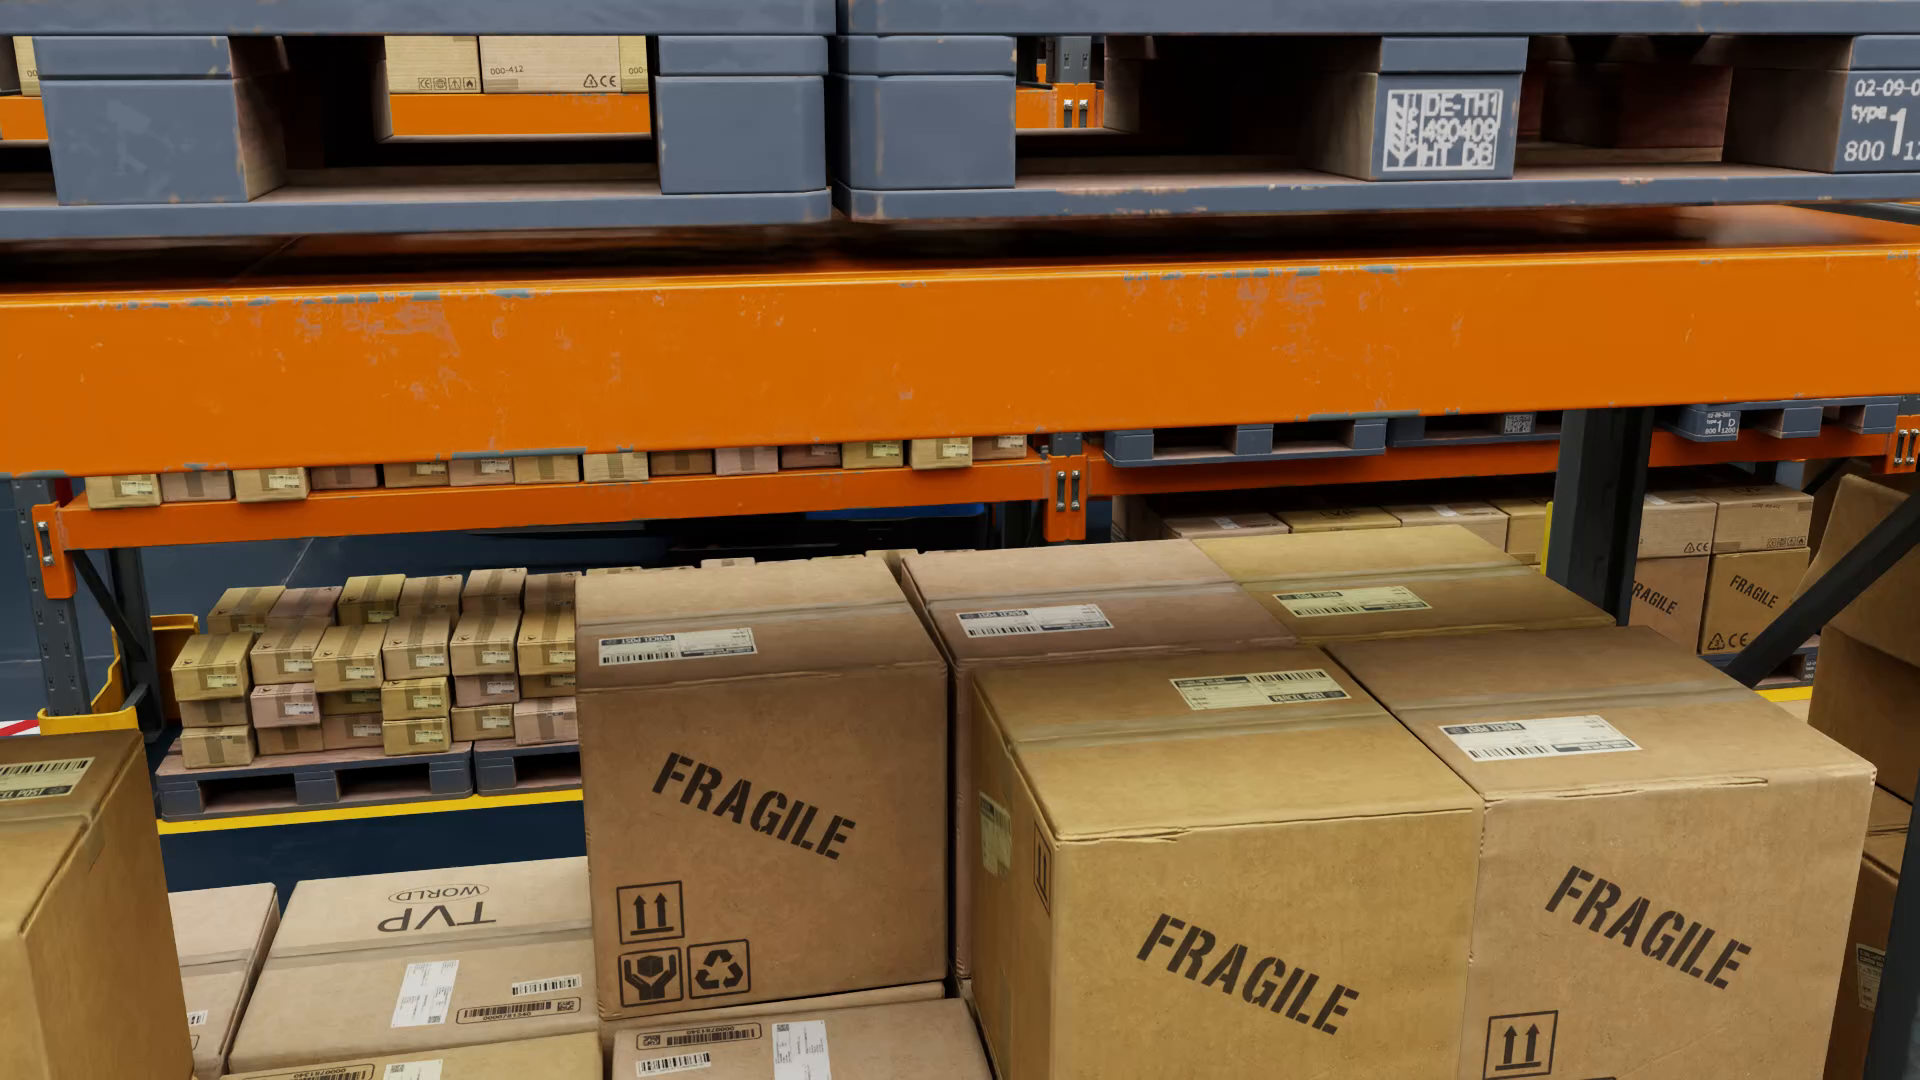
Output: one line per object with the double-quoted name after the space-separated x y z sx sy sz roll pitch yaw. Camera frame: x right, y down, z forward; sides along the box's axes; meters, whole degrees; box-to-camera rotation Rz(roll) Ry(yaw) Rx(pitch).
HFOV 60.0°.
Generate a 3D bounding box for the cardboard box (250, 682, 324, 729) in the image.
-2.727 0.624 6.806 0.250 0.149 0.380 -3 17 -11 "cardboard box"

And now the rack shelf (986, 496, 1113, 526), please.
0.671 -0.305 10.221 1.000 0.278 0.538 -1 17 -5 "rack shelf"

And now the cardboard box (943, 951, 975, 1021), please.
0.199 0.677 2.747 0.500 0.250 0.500 -3 17 -11 "cardboard box"

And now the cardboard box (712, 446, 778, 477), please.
-0.904 -0.387 6.890 0.250 0.149 0.380 -4 18 -13 "cardboard box"

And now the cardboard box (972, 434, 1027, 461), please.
0.121 -0.461 7.132 0.250 0.149 0.380 -3 17 -11 "cardboard box"

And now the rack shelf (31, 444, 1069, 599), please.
-1.607 -0.209 7.110 4.000 0.370 1.077 -3 17 -10 "rack shelf"

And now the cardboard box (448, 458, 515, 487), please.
-1.927 -0.339 6.733 0.250 0.149 0.380 -4 17 -12 "cardboard box"

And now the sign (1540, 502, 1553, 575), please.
1.086 0.099 3.043 0.005 0.325 0.100 -3 17 -10 "sign"

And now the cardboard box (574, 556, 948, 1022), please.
-0.315 0.350 2.534 0.500 0.500 0.500 -4 17 -12 "cardboard box"

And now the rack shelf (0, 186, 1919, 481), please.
-0.765 -0.208 1.996 4.000 0.370 1.077 -3 17 -10 "rack shelf"

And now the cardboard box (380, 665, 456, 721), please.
-2.231 0.602 6.878 0.250 0.149 0.380 -3 17 -9 "cardboard box"

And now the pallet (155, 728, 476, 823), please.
-2.691 0.852 7.179 1.213 0.211 1.003 -3 17 -10 "pallet"

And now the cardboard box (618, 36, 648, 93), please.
-1.064 -1.869 6.434 0.500 0.250 0.500 -3 17 -11 "cardboard box"

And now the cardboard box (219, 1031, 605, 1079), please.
-0.692 0.886 2.068 0.500 0.250 0.500 -4 17 -12 "cardboard box"

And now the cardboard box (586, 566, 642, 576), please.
-1.560 0.252 7.509 0.250 0.149 0.380 -3 17 -10 "cardboard box"

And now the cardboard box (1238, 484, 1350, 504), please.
1.548 -0.168 8.015 0.500 0.250 0.500 -2 17 -8 "cardboard box"

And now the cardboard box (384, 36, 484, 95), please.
-2.060 -1.816 6.262 0.500 0.250 0.500 -4 17 -12 "cardboard box"

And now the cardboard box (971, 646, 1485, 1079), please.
0.306 0.471 2.140 0.500 0.500 0.500 -3 17 -10 "cardboard box"

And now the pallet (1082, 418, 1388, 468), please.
1.135 -0.574 7.397 1.213 0.211 1.003 -3 17 -10 "pallet"

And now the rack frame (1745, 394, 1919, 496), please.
4.285 -0.887 8.092 0.127 3.000 1.000 -3 17 -10 "rack frame"

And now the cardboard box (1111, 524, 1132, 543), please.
1.036 0.216 8.043 0.500 0.500 0.500 -4 17 -11 "cardboard box"

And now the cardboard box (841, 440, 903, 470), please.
-0.385 -0.418 6.991 0.250 0.149 0.380 -3 17 -8 "cardboard box"

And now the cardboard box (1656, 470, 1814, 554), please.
3.663 -0.138 7.918 0.500 0.250 0.500 -4 17 -12 "cardboard box"

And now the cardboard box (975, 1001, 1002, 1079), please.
0.308 0.830 2.249 0.500 0.250 0.500 -3 17 -9 "cardboard box"

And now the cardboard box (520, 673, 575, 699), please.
-1.731 0.532 7.103 0.250 0.149 0.380 -2 17 -8 "cardboard box"

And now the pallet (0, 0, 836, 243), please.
-0.802 -0.511 1.909 1.213 0.211 1.003 -3 17 -10 "pallet"

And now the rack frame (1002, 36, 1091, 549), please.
0.357 -0.665 7.367 0.127 3.000 1.000 -3 17 -10 "rack frame"

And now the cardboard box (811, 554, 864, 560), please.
-0.541 0.199 7.682 0.250 0.149 0.380 -3 17 -11 "cardboard box"

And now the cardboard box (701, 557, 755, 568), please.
-1.058 0.211 7.644 0.250 0.149 0.380 -3 17 -9 "cardboard box"

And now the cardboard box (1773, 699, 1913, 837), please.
1.606 0.618 3.020 0.500 0.500 0.500 -3 17 -10 "cardboard box"

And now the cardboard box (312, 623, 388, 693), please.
-2.472 0.477 6.776 0.250 0.149 0.380 -3 17 -11 "cardboard box"

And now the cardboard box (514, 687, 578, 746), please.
-1.746 0.716 7.012 0.250 0.149 0.380 -4 18 -13 "cardboard box"

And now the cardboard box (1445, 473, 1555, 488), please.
2.575 -0.231 8.220 0.500 0.250 0.500 -3 17 -10 "cardboard box"

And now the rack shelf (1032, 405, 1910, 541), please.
2.321 -0.432 7.835 4.000 0.370 1.077 -3 17 -10 "rack shelf"

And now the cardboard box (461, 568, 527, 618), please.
-2.091 0.258 7.491 0.250 0.149 0.380 -3 17 -8 "cardboard box"

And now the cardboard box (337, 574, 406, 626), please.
-2.611 0.285 7.403 0.250 0.149 0.380 -4 17 -12 "cardboard box"

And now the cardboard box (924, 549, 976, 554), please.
-0.020 0.172 7.769 0.250 0.149 0.380 -3 17 -8 "cardboard box"

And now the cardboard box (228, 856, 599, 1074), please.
-0.795 0.733 2.566 0.500 0.250 0.500 -3 17 -10 "cardboard box"

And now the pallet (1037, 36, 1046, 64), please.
0.210 -3.494 11.795 1.217 0.209 0.805 -4 18 -13 "pallet"

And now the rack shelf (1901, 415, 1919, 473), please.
6.248 -0.655 8.561 4.000 0.370 1.077 -3 17 -10 "rack shelf"

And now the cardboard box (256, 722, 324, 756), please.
-2.754 0.745 6.917 0.250 0.149 0.380 -3 17 -11 "cardboard box"

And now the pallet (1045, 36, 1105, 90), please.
0.984 -2.012 6.966 1.003 0.211 1.213 -3 17 -10 "pallet"

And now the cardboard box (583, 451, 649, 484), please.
-1.400 -0.353 6.781 0.250 0.149 0.380 -3 17 -9 "cardboard box"

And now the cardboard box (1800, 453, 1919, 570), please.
4.899 -0.021 8.387 0.750 0.750 1.050 -3 17 -11 "cardboard box"

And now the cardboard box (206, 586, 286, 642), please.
-3.098 0.333 7.245 0.250 0.149 0.380 -3 17 -10 "cardboard box"

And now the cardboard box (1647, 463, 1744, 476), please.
3.562 -0.283 8.390 0.500 0.250 0.500 -4 18 -13 "cardboard box"

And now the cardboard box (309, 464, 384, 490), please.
-2.445 -0.325 6.689 0.250 0.149 0.380 -2 17 -8 "cardboard box"

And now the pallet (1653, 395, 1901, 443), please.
3.605 -0.725 7.891 1.003 0.211 1.213 -3 17 -10 "pallet"

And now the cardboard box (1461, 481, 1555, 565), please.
2.667 -0.083 7.738 0.500 0.250 0.500 -3 17 -9 "cardboard box"

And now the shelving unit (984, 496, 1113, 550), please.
0.671 -0.539 10.149 1.048 1.125 0.538 -1 17 -5 "shelving unit"

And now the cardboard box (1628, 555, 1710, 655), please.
3.178 0.247 7.942 0.500 0.500 0.500 -3 17 -8 "cardboard box"

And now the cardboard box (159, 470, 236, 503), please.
-2.948 -0.271 6.515 0.250 0.149 0.380 -3 17 -8 "cardboard box"

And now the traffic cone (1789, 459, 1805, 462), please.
6.222 -0.846 12.279 0.334 0.463 0.336 -3 17 -10 "traffic cone"

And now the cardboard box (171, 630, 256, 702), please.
-2.991 0.505 6.687 0.250 0.149 0.380 -4 18 -13 "cardboard box"

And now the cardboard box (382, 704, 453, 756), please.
-2.239 0.747 6.912 0.250 0.149 0.380 -3 17 -10 "cardboard box"

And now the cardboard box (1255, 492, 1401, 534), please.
1.655 -0.024 7.547 0.500 0.250 0.500 -3 17 -9 "cardboard box"

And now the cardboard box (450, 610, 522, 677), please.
-1.970 0.427 6.940 0.250 0.149 0.380 -3 17 -8 "cardboard box"

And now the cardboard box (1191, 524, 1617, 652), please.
0.680 0.295 2.715 0.500 0.500 0.500 -3 17 -10 "cardboard box"

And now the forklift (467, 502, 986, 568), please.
-1.391 -1.361 9.752 3.031 2.935 1.130 -1 17 -5 "forklift"
